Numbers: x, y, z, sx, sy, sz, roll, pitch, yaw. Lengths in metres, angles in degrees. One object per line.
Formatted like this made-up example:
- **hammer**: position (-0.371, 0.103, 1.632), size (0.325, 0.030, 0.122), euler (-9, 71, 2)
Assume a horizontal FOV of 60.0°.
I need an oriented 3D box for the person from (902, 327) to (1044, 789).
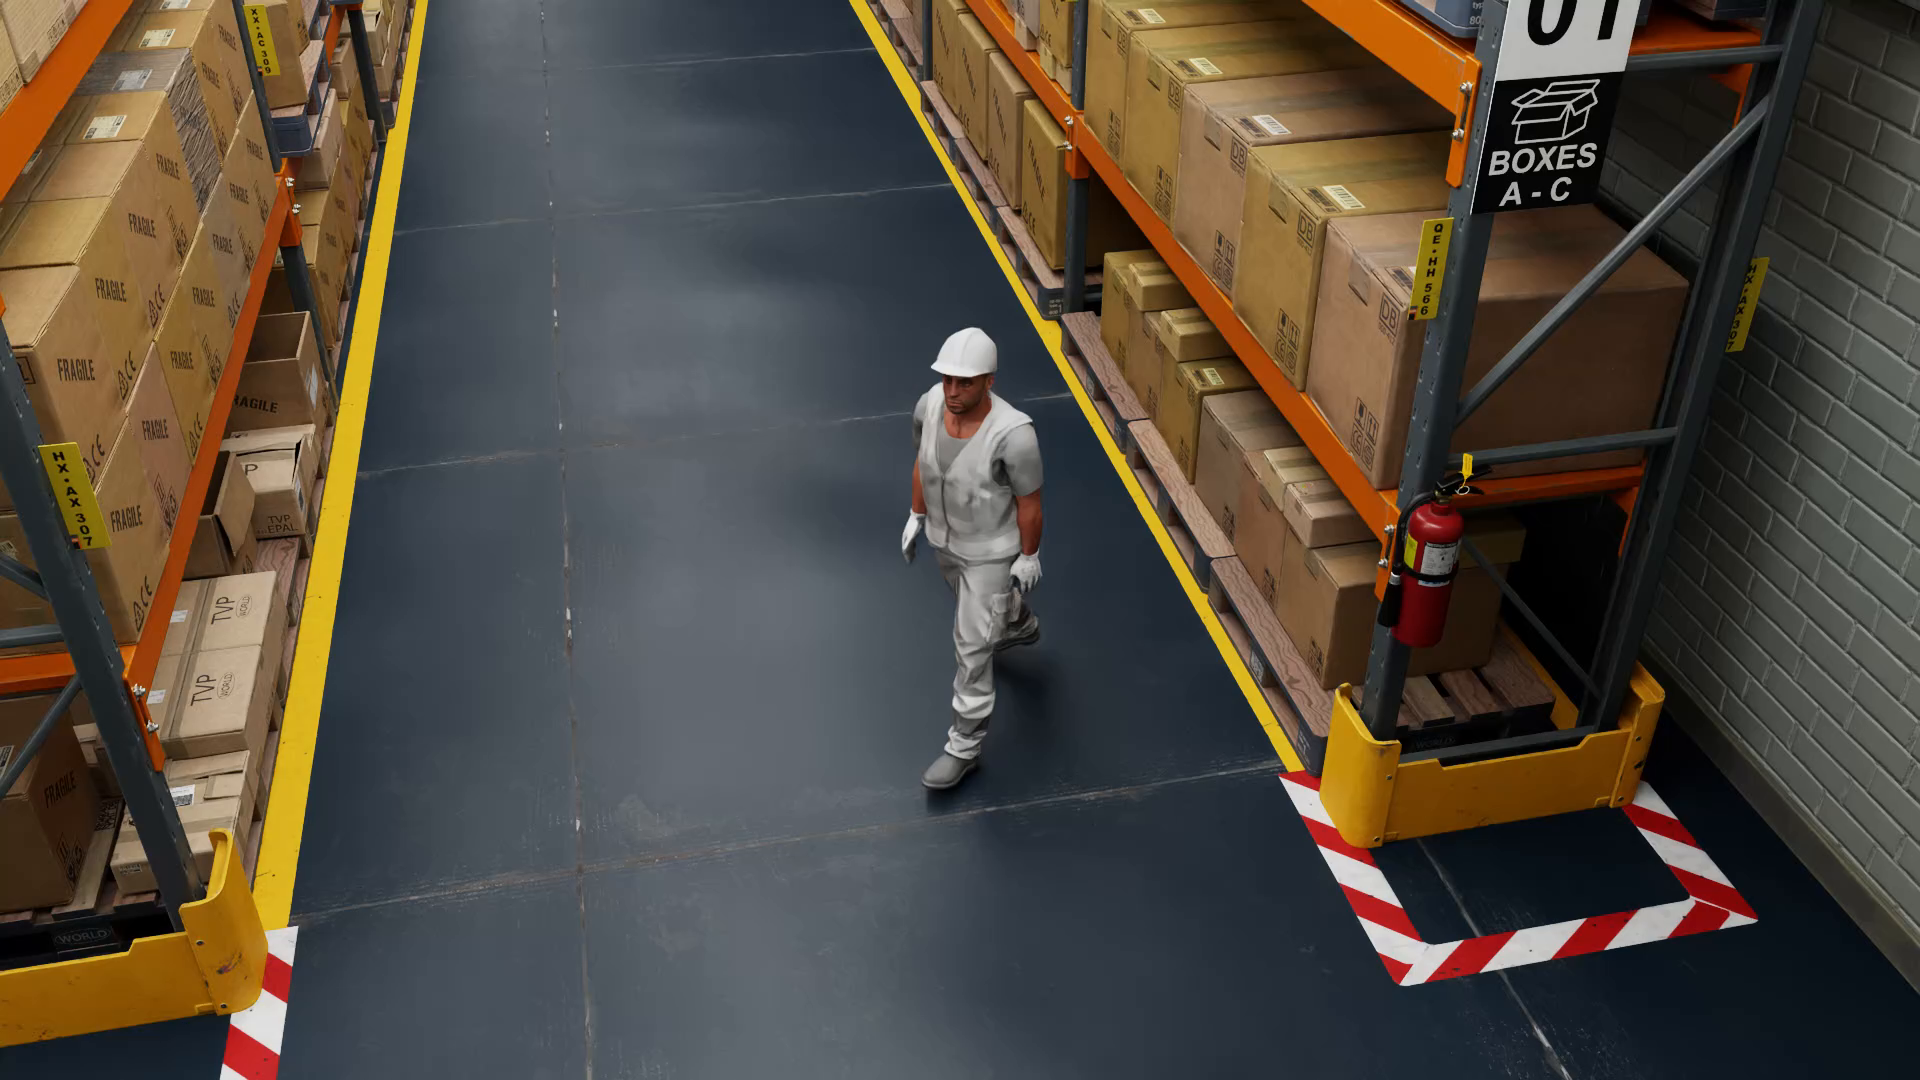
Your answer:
- **person**: position (0.061, -0.023, 6.161), size (0.580, 1.771, 0.962), euler (29, 43, 35)
